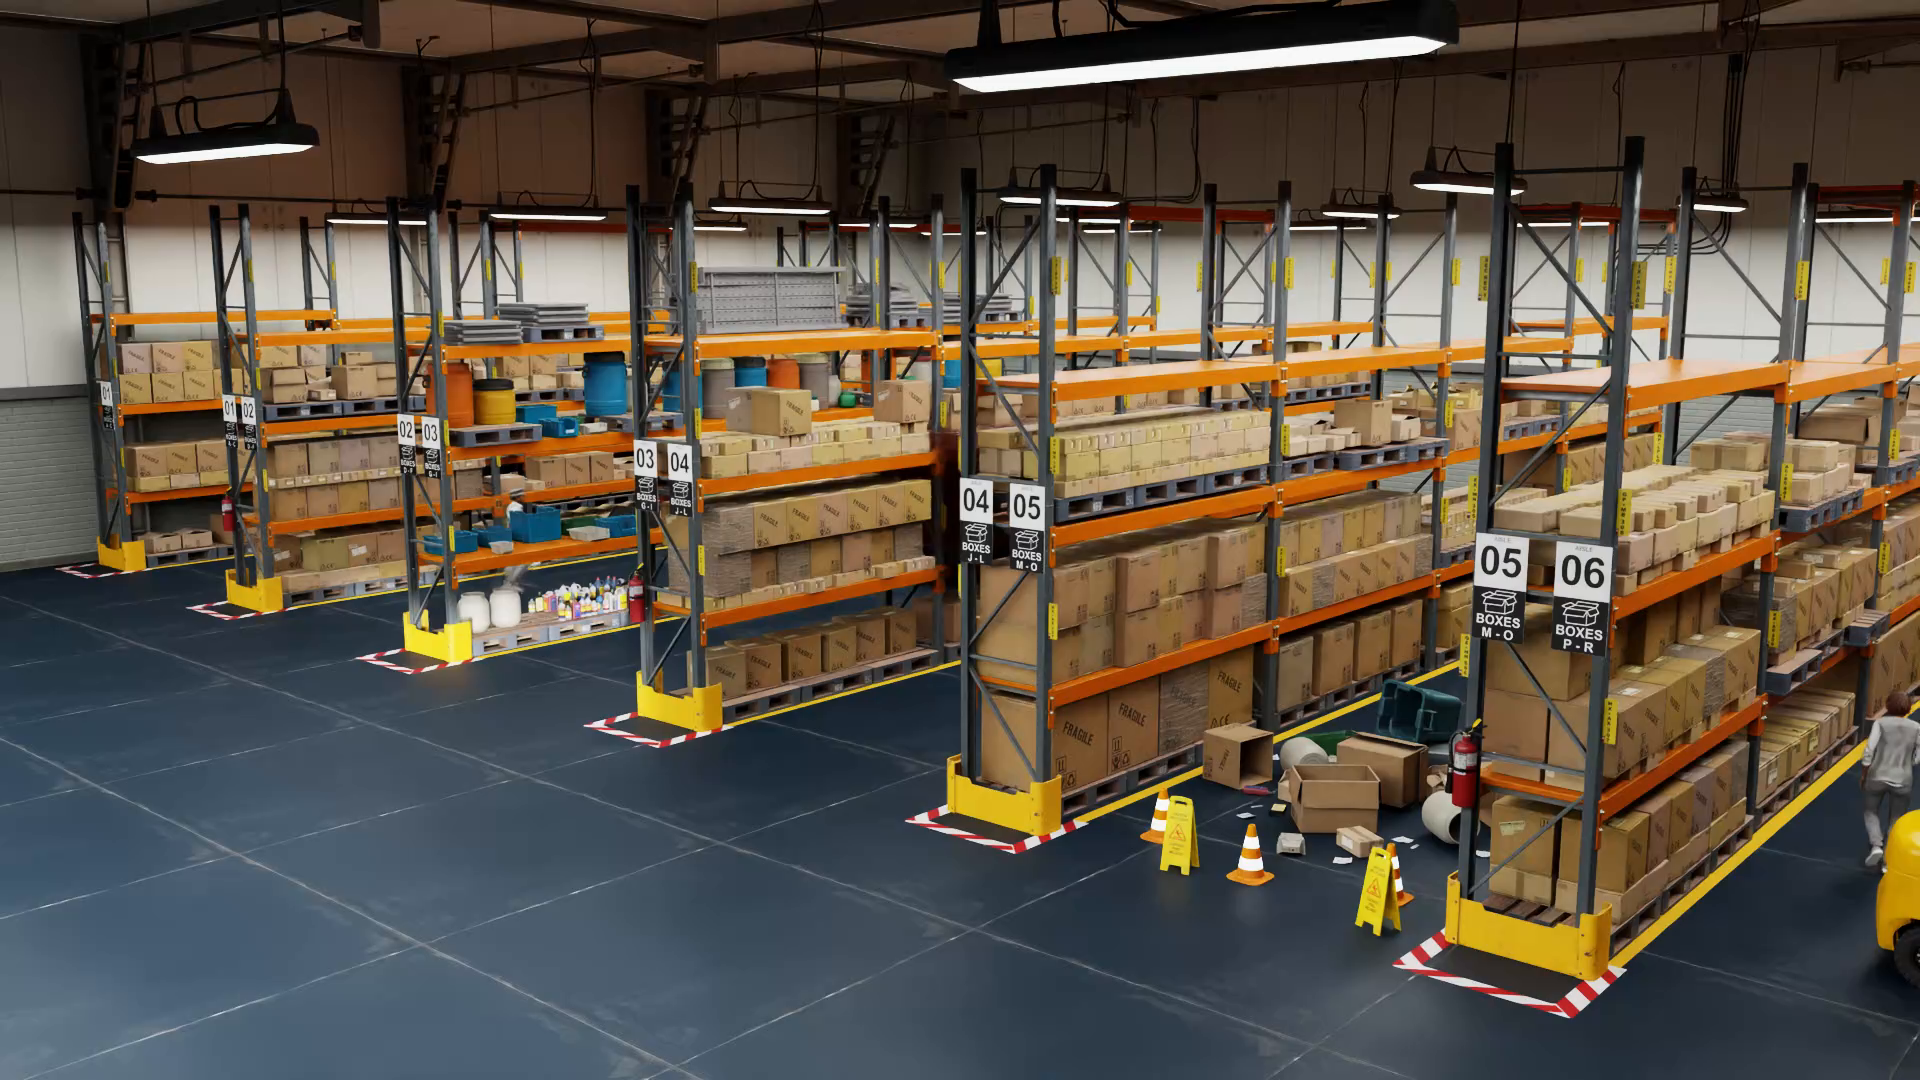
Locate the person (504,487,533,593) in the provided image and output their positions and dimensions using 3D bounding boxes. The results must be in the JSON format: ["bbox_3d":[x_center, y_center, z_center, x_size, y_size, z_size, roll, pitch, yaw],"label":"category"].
[{"bbox_3d":[-6.988,0.003,26.167,0.456,1.665,0.495,-7,12,-37],"label":"person"}]

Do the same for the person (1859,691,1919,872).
[{"bbox_3d":[7.961,2.076,14.232,0.464,1.538,0.675,5,11,29],"label":"person"}]
